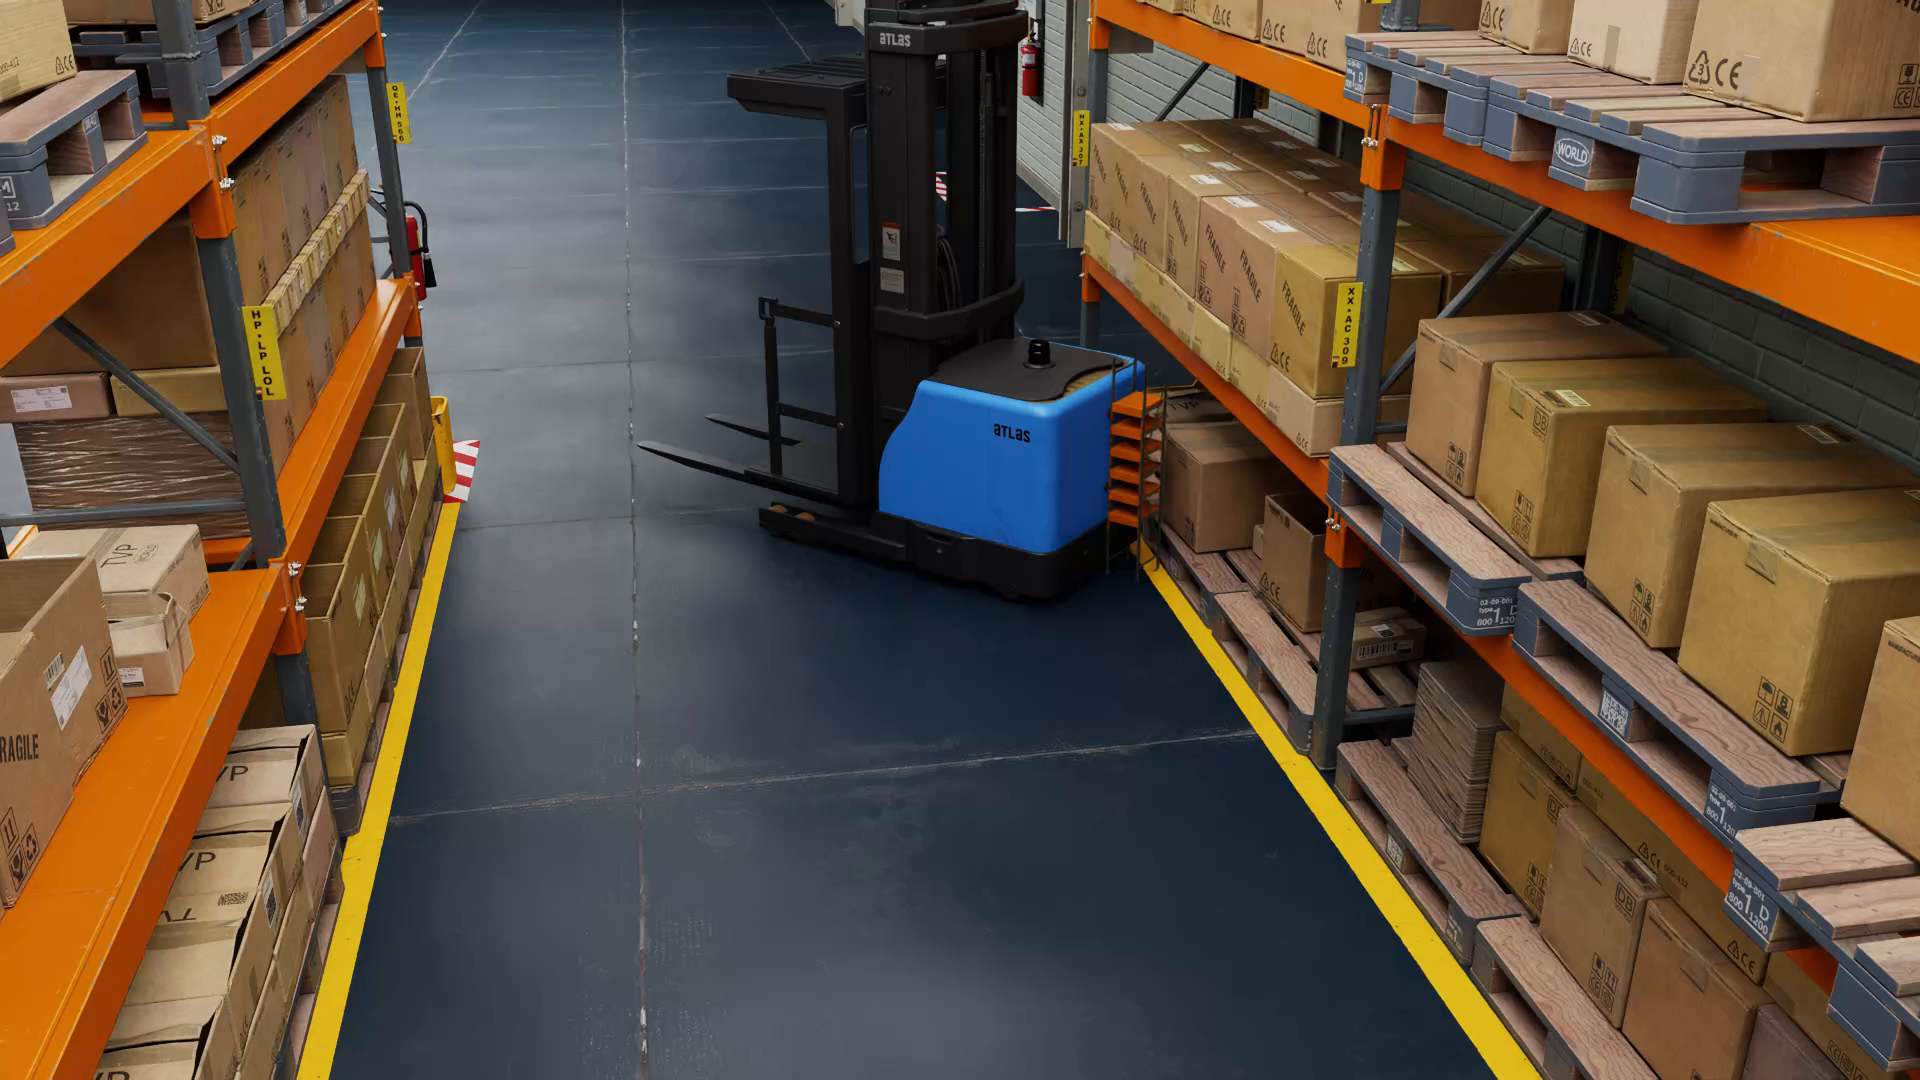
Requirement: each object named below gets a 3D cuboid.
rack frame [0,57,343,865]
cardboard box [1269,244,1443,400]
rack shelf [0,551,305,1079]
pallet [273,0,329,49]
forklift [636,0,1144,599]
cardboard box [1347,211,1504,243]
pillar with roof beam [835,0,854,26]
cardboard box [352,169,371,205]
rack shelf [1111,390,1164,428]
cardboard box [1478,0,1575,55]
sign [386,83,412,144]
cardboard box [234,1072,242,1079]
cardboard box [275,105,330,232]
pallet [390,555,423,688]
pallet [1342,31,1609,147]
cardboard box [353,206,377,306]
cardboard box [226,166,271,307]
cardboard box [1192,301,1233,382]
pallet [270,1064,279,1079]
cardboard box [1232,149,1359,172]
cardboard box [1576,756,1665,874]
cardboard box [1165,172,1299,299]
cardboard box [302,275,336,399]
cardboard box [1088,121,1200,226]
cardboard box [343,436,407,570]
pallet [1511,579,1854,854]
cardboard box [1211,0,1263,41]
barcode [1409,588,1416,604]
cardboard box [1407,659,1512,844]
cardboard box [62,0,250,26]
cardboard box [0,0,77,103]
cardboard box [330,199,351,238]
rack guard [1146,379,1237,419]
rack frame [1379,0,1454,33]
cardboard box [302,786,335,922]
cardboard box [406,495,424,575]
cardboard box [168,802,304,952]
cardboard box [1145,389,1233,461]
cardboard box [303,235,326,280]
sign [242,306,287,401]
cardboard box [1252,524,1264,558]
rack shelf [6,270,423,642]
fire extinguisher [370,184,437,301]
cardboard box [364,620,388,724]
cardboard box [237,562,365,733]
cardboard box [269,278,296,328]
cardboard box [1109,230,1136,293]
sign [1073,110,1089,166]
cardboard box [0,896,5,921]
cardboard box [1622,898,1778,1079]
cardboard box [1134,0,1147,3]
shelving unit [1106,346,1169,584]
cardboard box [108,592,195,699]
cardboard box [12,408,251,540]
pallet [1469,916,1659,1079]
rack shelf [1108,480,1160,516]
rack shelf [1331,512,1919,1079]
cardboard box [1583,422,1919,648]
[{"bbox_3d":[-2.872,-0.088,5.704,1.000,3.000,0.127,-4,24,-10],"label":"rack frame"},{"bbox_3d":[1.604,-0.903,6.796,0.500,0.500,0.500,-4,24,-10],"label":"cardboard box"},{"bbox_3d":[-2.502,1.028,4.047,1.077,0.370,4.000,-4,24,-10],"label":"rack shelf"},{"bbox_3d":[-3.277,-2.235,6.981,1.003,0.211,1.213,-4,24,-10],"label":"pallet"},{"bbox_3d":[-0.515,-1.484,8.986,3.031,2.935,1.130,15,28,31],"label":"forklift"},{"bbox_3d":[2.022,-1.144,7.348,0.500,0.500,0.500,-4,24,-10],"label":"cardboard box"},{"bbox_3d":[-6.433,-13.689,29.350,9.100,9.000,0.400,-4,24,-10],"label":"pillar with roof beam"},{"bbox_3d":[-3.354,-1.868,8.845,0.380,0.149,0.250,-5,24,-11],"label":"cardboard box"},{"bbox_3d":[0.914,-0.672,8.499,0.180,0.103,0.258,15,28,32],"label":"rack shelf"},{"bbox_3d":[2.018,-1.848,5.336,0.500,0.500,0.500,-1,24,-2],"label":"cardboard box"},{"bbox_3d":[-3.076,-2.335,9.107,0.100,0.325,0.005,-4,24,-10],"label":"sign"},{"bbox_3d":[-2.231,1.722,4.471,0.500,0.250,0.500,-4,24,-9],"label":"cardboard box"},{"bbox_3d":[-3.332,-1.692,7.630,0.700,0.500,0.500,-4,24,-10],"label":"cardboard box"},{"bbox_3d":[-3.207,0.393,8.086,1.003,0.211,1.213,-4,24,-10],"label":"pallet"},{"bbox_3d":[2.005,-1.494,5.410,1.213,0.211,1.003,-4,24,-10],"label":"pallet"},{"bbox_3d":[-3.538,-1.523,8.864,0.700,0.500,0.500,-4,24,-10],"label":"cardboard box"},{"bbox_3d":[-3.055,-1.101,6.278,0.700,0.500,0.500,-4,24,-10],"label":"cardboard box"},{"bbox_3d":[1.418,-0.954,7.848,0.500,0.250,0.500,-4,24,-10],"label":"cardboard box"},{"bbox_3d":[-2.468,1.958,4.504,1.003,0.211,1.213,-4,24,-10],"label":"pallet"},{"bbox_3d":[1.735,-1.742,8.717,0.500,0.500,0.500,-5,24,-11],"label":"cardboard box"},{"bbox_3d":[2.333,0.810,5.285,0.500,0.250,0.500,-5,24,-11],"label":"cardboard box"},{"bbox_3d":[1.327,-1.503,8.168,0.500,0.500,0.500,-4,24,-8],"label":"cardboard box"},{"bbox_3d":[-3.249,-0.914,7.470,0.700,0.500,0.500,-4,24,-8],"label":"cardboard box"},{"bbox_3d":[1.049,-2.104,9.544,0.500,0.500,0.500,-4,24,-10],"label":"cardboard box"},{"bbox_3d":[-2.930,-0.159,7.841,0.500,0.500,0.500,-4,24,-10],"label":"cardboard box"},{"bbox_3d":[2.329,0.430,4.758,1.003,0.211,1.213,-4,24,-10],"label":"pallet"},{"bbox_3d":[1.439,-2.481,7.285,0.500,0.500,0.500,-5,24,-12],"label":"cardboard box"},{"bbox_3d":[2.133,0.260,7.831,0.001,0.075,0.075,-4,24,-10],"label":"barcode"},{"bbox_3d":[2.148,0.776,6.299,0.700,0.500,0.500,-3,24,-8],"label":"cardboard box"},{"bbox_3d":[-2.706,-1.983,5.470,0.500,0.500,0.500,-2,24,-5],"label":"cardboard box"},{"bbox_3d":[-2.767,-1.343,4.493,0.500,0.250,0.500,-2,24,-4],"label":"cardboard box"},{"bbox_3d":[-3.212,-1.566,8.152,0.380,0.149,0.250,-4,24,-9],"label":"cardboard box"},{"bbox_3d":[1.270,-0.854,10.581,1.175,0.500,0.348,-4,24,-10],"label":"rack guard"},{"bbox_3d":[1.996,-3.205,5.346,1.000,3.000,0.127,-4,24,-10],"label":"rack frame"},{"bbox_3d":[-2.510,1.121,5.846,0.500,0.250,0.500,-5,24,-10],"label":"cardboard box"},{"bbox_3d":[-3.024,-0.012,8.441,0.500,0.250,0.500,-4,24,-10],"label":"cardboard box"},{"bbox_3d":[-2.413,1.065,5.274,0.500,0.311,0.500,-4,24,-8],"label":"cardboard box"},{"bbox_3d":[1.295,-0.720,9.961,0.500,0.311,0.500,-7,25,-16],"label":"cardboard box"},{"bbox_3d":[-3.065,-1.258,7.448,0.380,0.149,0.250,-5,24,-10],"label":"cardboard box"},{"bbox_3d":[-2.341,-0.626,5.589,0.100,0.325,0.005,-4,24,-10],"label":"sign"},{"bbox_3d":[1.719,0.018,8.473,0.380,0.149,0.250,-6,24,-14],"label":"cardboard box"},{"bbox_3d":[-3.242,-0.545,7.649,1.077,0.370,4.000,-4,24,-10],"label":"rack shelf"},{"bbox_3d":[-3.177,-1.707,9.507,0.296,0.674,0.183,-4,24,-10],"label":"fire extinguisher"},{"bbox_3d":[-2.747,0.578,7.090,0.500,0.250,0.500,-4,24,-10],"label":"cardboard box"},{"bbox_3d":[-2.650,0.430,6.491,0.500,0.500,0.500,-4,24,-10],"label":"cardboard box"},{"bbox_3d":[-2.921,-0.953,6.749,0.380,0.149,0.250,-5,24,-12],"label":"cardboard box"},{"bbox_3d":[1.144,-1.551,9.217,0.500,0.250,0.500,-5,24,-11],"label":"cardboard box"},{"bbox_3d":[0.723,-2.386,9.884,0.100,0.325,0.005,-4,24,-10],"label":"sign"},{"bbox_3d":[-2.459,0.781,3.590,0.500,0.500,0.500,-6,24,-13],"label":"cardboard box"},{"bbox_3d":[2.450,1.377,4.922,0.700,0.500,0.500,-4,24,-10],"label":"cardboard box"},{"bbox_3d":[1.136,-3.095,8.691,0.500,0.500,0.500,-3,24,-6],"label":"cardboard box"},{"bbox_3d":[0.916,-0.382,8.624,0.189,1.200,0.258,15,28,32],"label":"shelving unit"},{"bbox_3d":[-2.529,0.306,4.970,0.396,0.266,0.258,-5,24,-11],"label":"cardboard box"},{"bbox_3d":[-2.960,-0.308,6.082,0.700,0.500,0.500,-5,24,-11],"label":"cardboard box"},{"bbox_3d":[2.370,1.609,5.303,1.003,0.211,1.213,-4,24,-10],"label":"pallet"},{"bbox_3d":[0.917,-0.231,8.689,0.180,0.103,0.258,15,28,32],"label":"rack shelf"},{"bbox_3d":[2.365,0.660,4.889,1.077,0.370,4.000,-4,24,-10],"label":"rack shelf"},{"bbox_3d":[2.305,-0.024,4.882,0.700,0.500,0.500,-1,24,-2],"label":"cardboard box"}]
